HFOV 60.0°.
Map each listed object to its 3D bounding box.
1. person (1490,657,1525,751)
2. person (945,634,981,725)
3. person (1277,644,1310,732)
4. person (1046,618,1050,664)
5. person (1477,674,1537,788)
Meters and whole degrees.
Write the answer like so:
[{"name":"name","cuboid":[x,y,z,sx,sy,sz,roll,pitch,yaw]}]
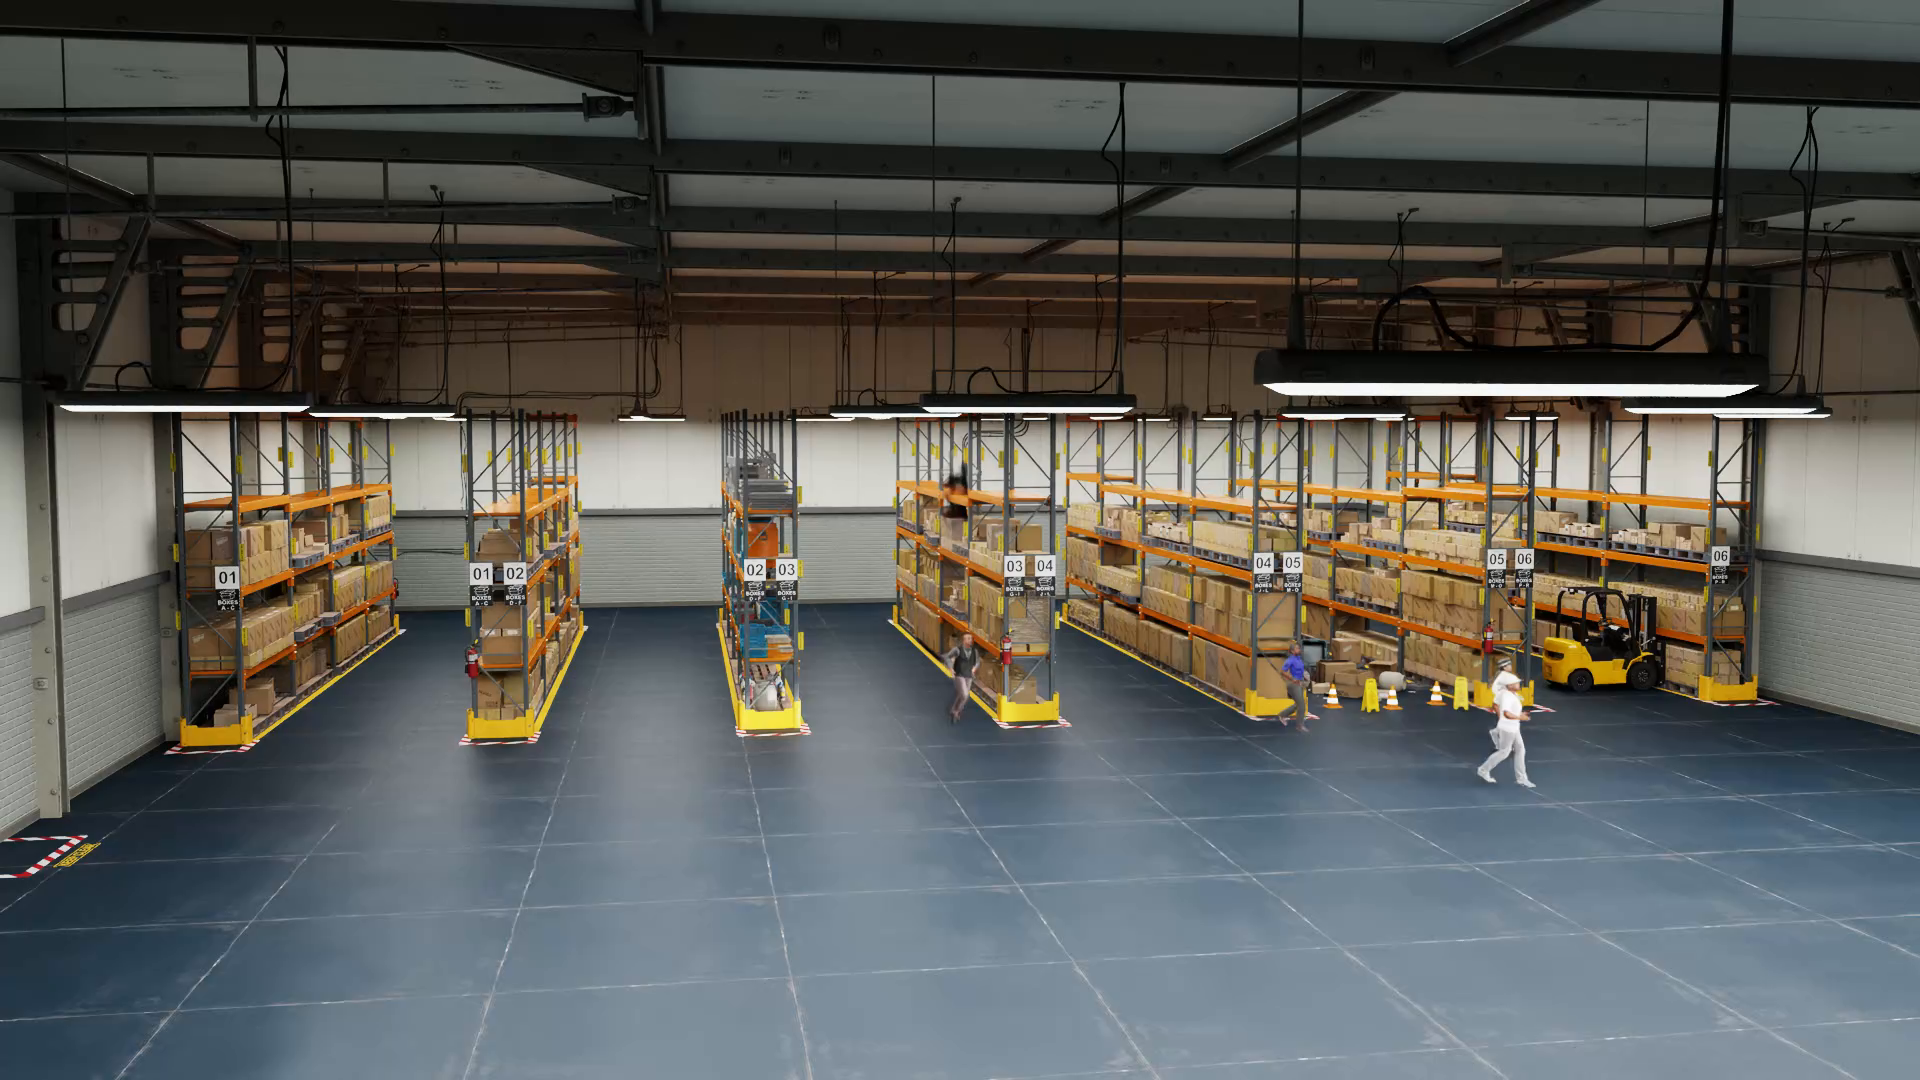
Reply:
[{"name":"person","cuboid":[9.583,2.870,29.098,0.548,1.647,0.622,2,4,28]},{"name":"person","cuboid":[0.078,2.658,31.889,0.664,1.711,0.650,-2,5,-31]},{"name":"person","cuboid":[6.258,2.764,31.166,0.682,1.654,0.597,3,5,34]},{"name":"person","cuboid":[2.067,2.137,39.701,0.625,1.628,0.672,-2,4,-21]},{"name":"person","cuboid":[8.630,3.005,26.208,0.893,1.789,0.686,2,4,24]}]
